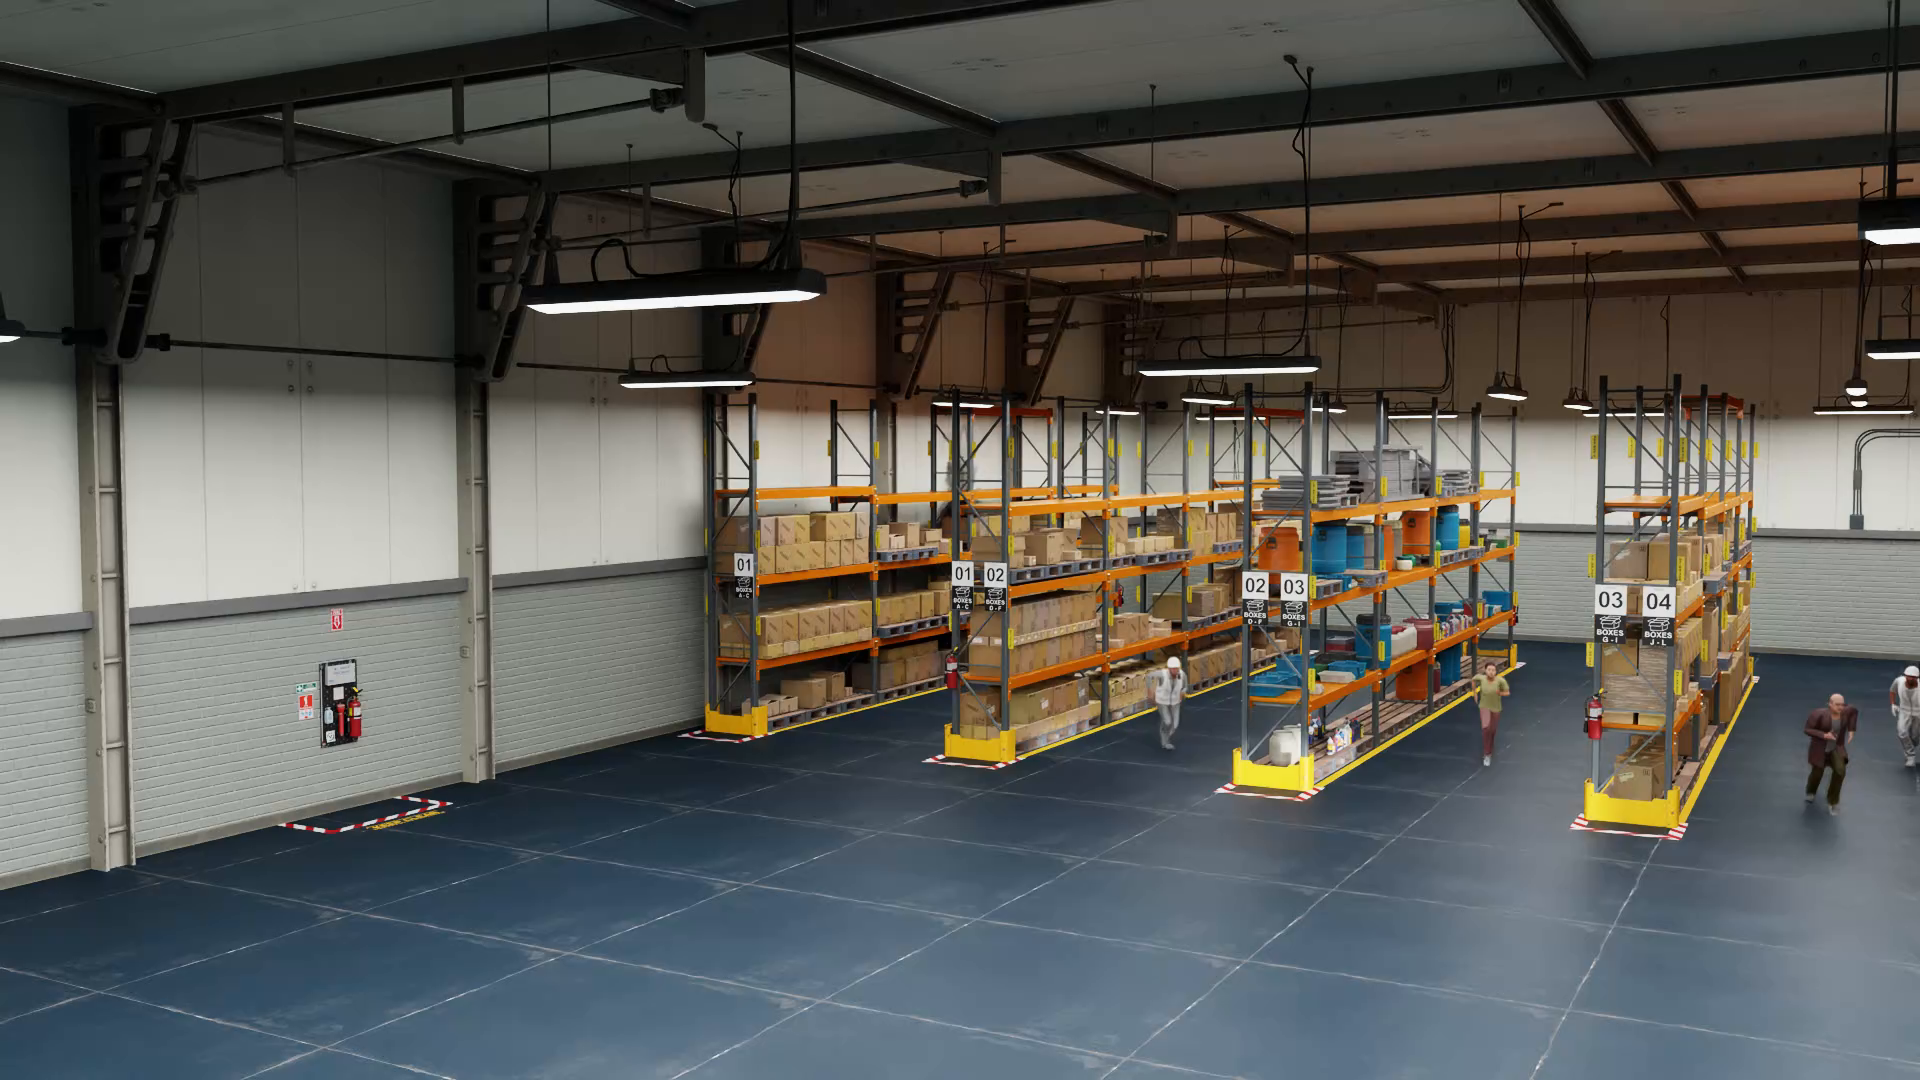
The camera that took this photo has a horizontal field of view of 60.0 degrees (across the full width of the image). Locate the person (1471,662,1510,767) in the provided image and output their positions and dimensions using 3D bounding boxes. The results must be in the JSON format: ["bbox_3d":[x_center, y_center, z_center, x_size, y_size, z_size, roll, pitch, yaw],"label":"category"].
[{"bbox_3d":[8.483,2.748,26.612,0.572,1.657,0.903,1,3,11],"label":"person"}]

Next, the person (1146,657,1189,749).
[{"bbox_3d":[3.442,2.710,27.610,0.685,1.599,0.867,0,3,-8],"label":"person"}]

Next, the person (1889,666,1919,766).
[{"bbox_3d":[15.214,2.778,26.519,0.695,1.622,1.037,2,4,36],"label":"person"}]

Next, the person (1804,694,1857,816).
[{"bbox_3d":[12.019,2.947,23.050,0.751,1.735,1.072,0,3,7],"label":"person"}]
